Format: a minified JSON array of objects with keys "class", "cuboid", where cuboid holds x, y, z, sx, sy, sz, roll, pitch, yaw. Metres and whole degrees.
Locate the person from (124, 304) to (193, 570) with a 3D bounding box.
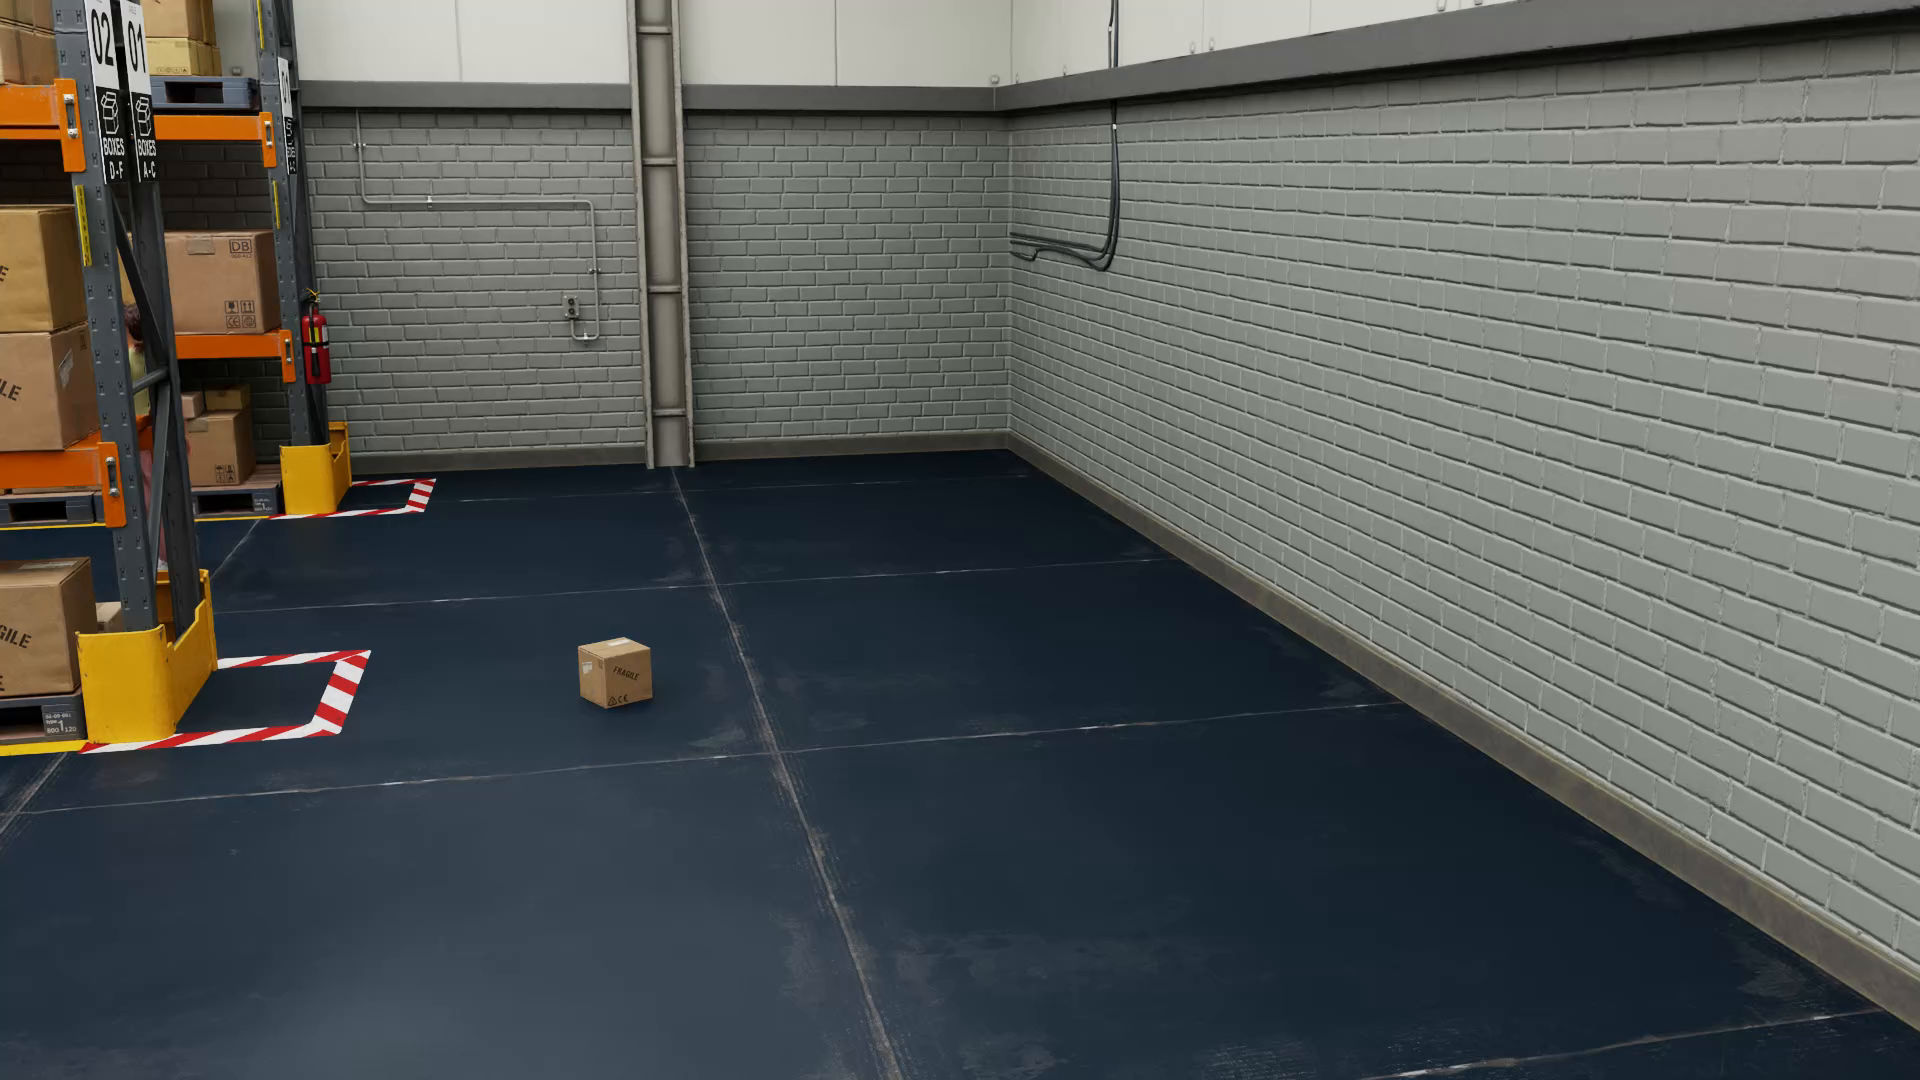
[{"class":"person","cuboid":[-5.134,-0.650,10.298,0.971,1.610,0.474,8,15,30]}]
